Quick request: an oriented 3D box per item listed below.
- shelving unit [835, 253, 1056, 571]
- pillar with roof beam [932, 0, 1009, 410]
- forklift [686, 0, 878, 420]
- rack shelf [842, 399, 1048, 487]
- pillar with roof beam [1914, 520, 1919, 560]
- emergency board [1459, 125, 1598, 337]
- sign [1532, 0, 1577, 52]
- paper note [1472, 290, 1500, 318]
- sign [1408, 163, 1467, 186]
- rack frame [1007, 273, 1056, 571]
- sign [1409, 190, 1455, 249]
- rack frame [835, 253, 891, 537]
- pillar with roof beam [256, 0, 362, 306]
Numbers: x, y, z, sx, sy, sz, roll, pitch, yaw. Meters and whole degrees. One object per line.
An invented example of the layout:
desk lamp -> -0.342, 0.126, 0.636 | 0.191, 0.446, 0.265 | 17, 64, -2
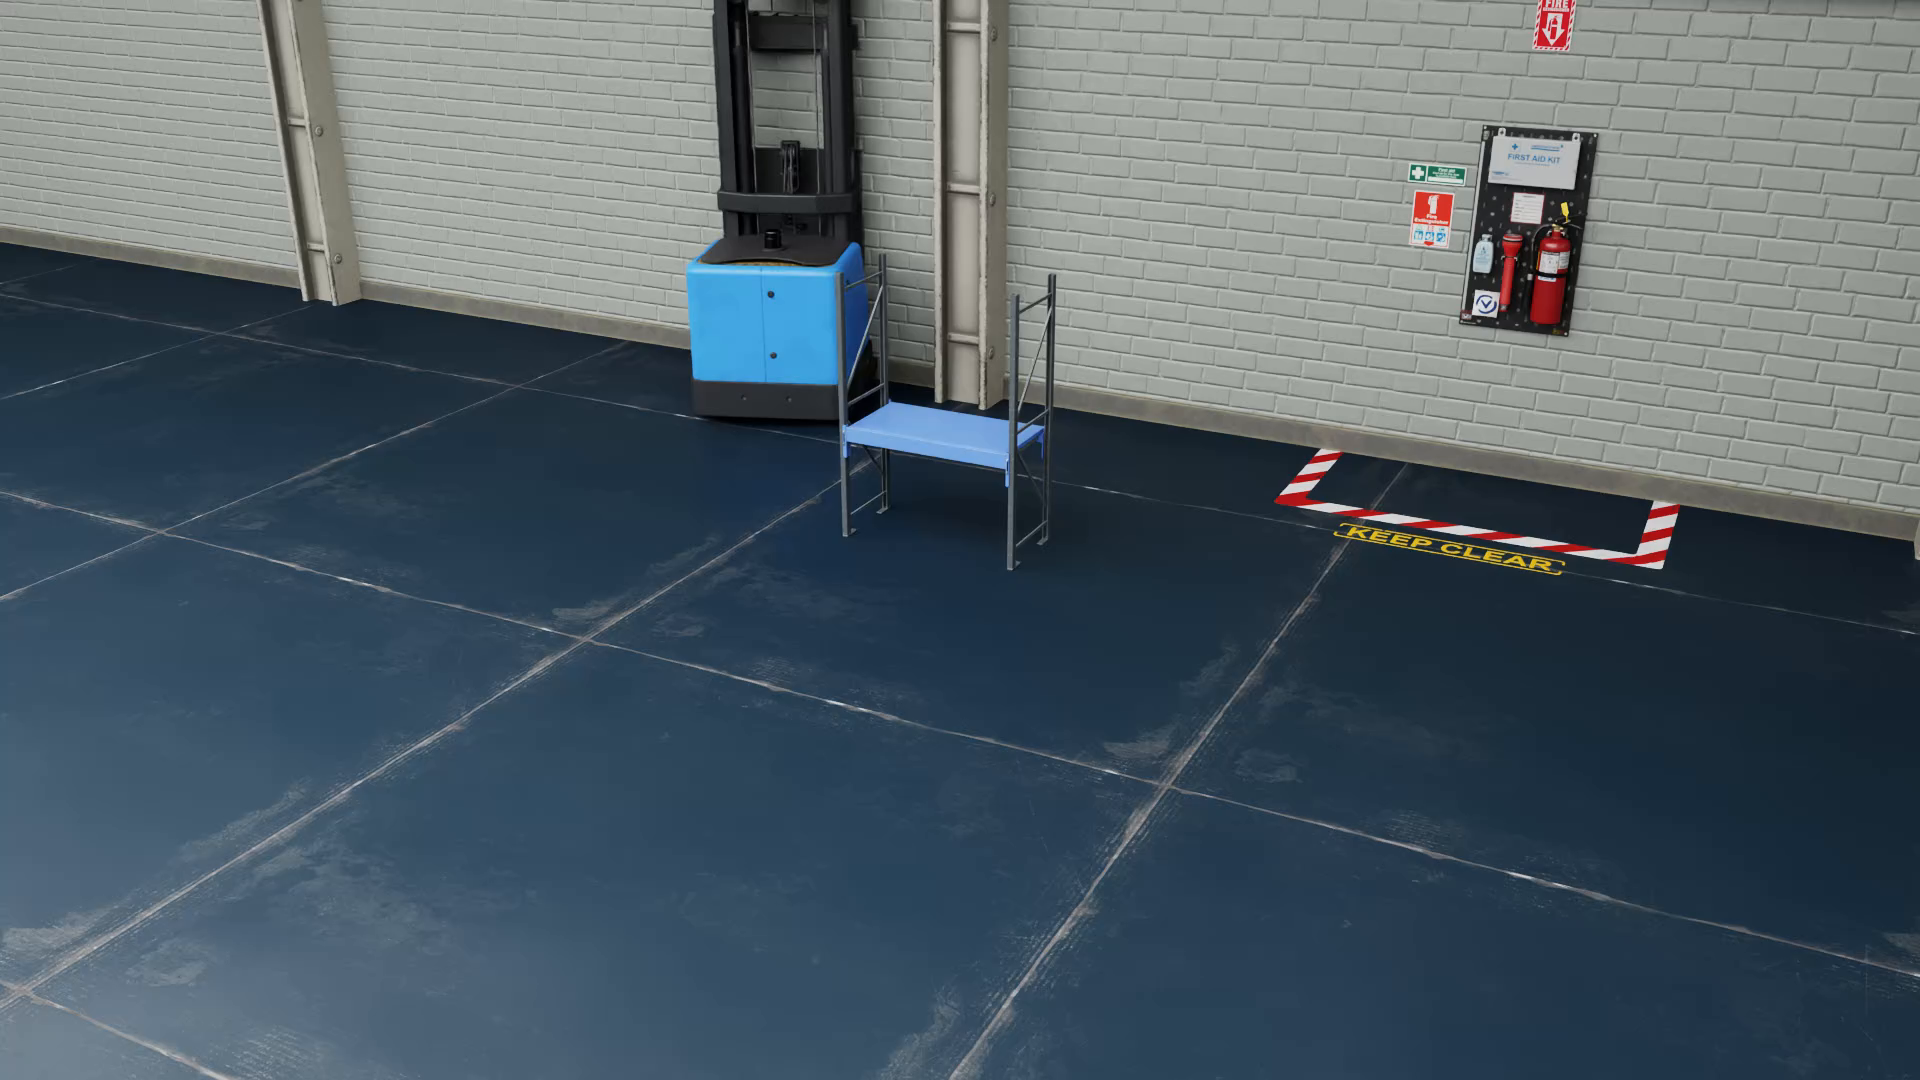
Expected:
shelving unit -> -0.076, -0.705, 8.992 | 1.048, 1.500, 0.538 | 11, 25, 25
pillar with roof beam -> -1.874, -3.613, 6.246 | 0.400, 9.000, 9.100 | 11, 25, 25
forklift -> -1.097, -2.675, 11.795 | 1.130, 2.935, 3.031 | 3, 23, 6
rack shelf -> -0.076, -0.540, 9.062 | 1.000, 0.185, 0.538 | 11, 25, 25
pillar with roof beam -> 3.480, -2.553, 3.755 | 0.400, 9.000, 9.100 | 11, 25, 25
emergency board -> 3.234, -1.746, 9.522 | 0.643, 1.169, 0.194 | 11, 25, 25
sign -> 3.272, -2.849, 9.153 | 0.199, 0.298, 0.001 | 11, 25, 25
paper note -> 3.108, -1.396, 9.825 | 0.142, 0.148, 0.016 | 11, 25, 25
sign -> 2.788, -2.136, 9.716 | 0.331, 0.109, 0.001 | 11, 25, 25
rack frame -> 0.378, -0.615, 8.781 | 0.032, 1.500, 0.500 | 11, 25, 25
sign -> 2.787, -1.896, 9.829 | 0.234, 0.329, 0.001 | 11, 25, 25
rack frame -> -0.530, -0.795, 9.203 | 0.032, 1.500, 0.500 | 11, 25, 25
pillar with roof beam -> -7.229, -4.672, 8.738 | 0.400, 9.000, 9.100 | 11, 25, 25
